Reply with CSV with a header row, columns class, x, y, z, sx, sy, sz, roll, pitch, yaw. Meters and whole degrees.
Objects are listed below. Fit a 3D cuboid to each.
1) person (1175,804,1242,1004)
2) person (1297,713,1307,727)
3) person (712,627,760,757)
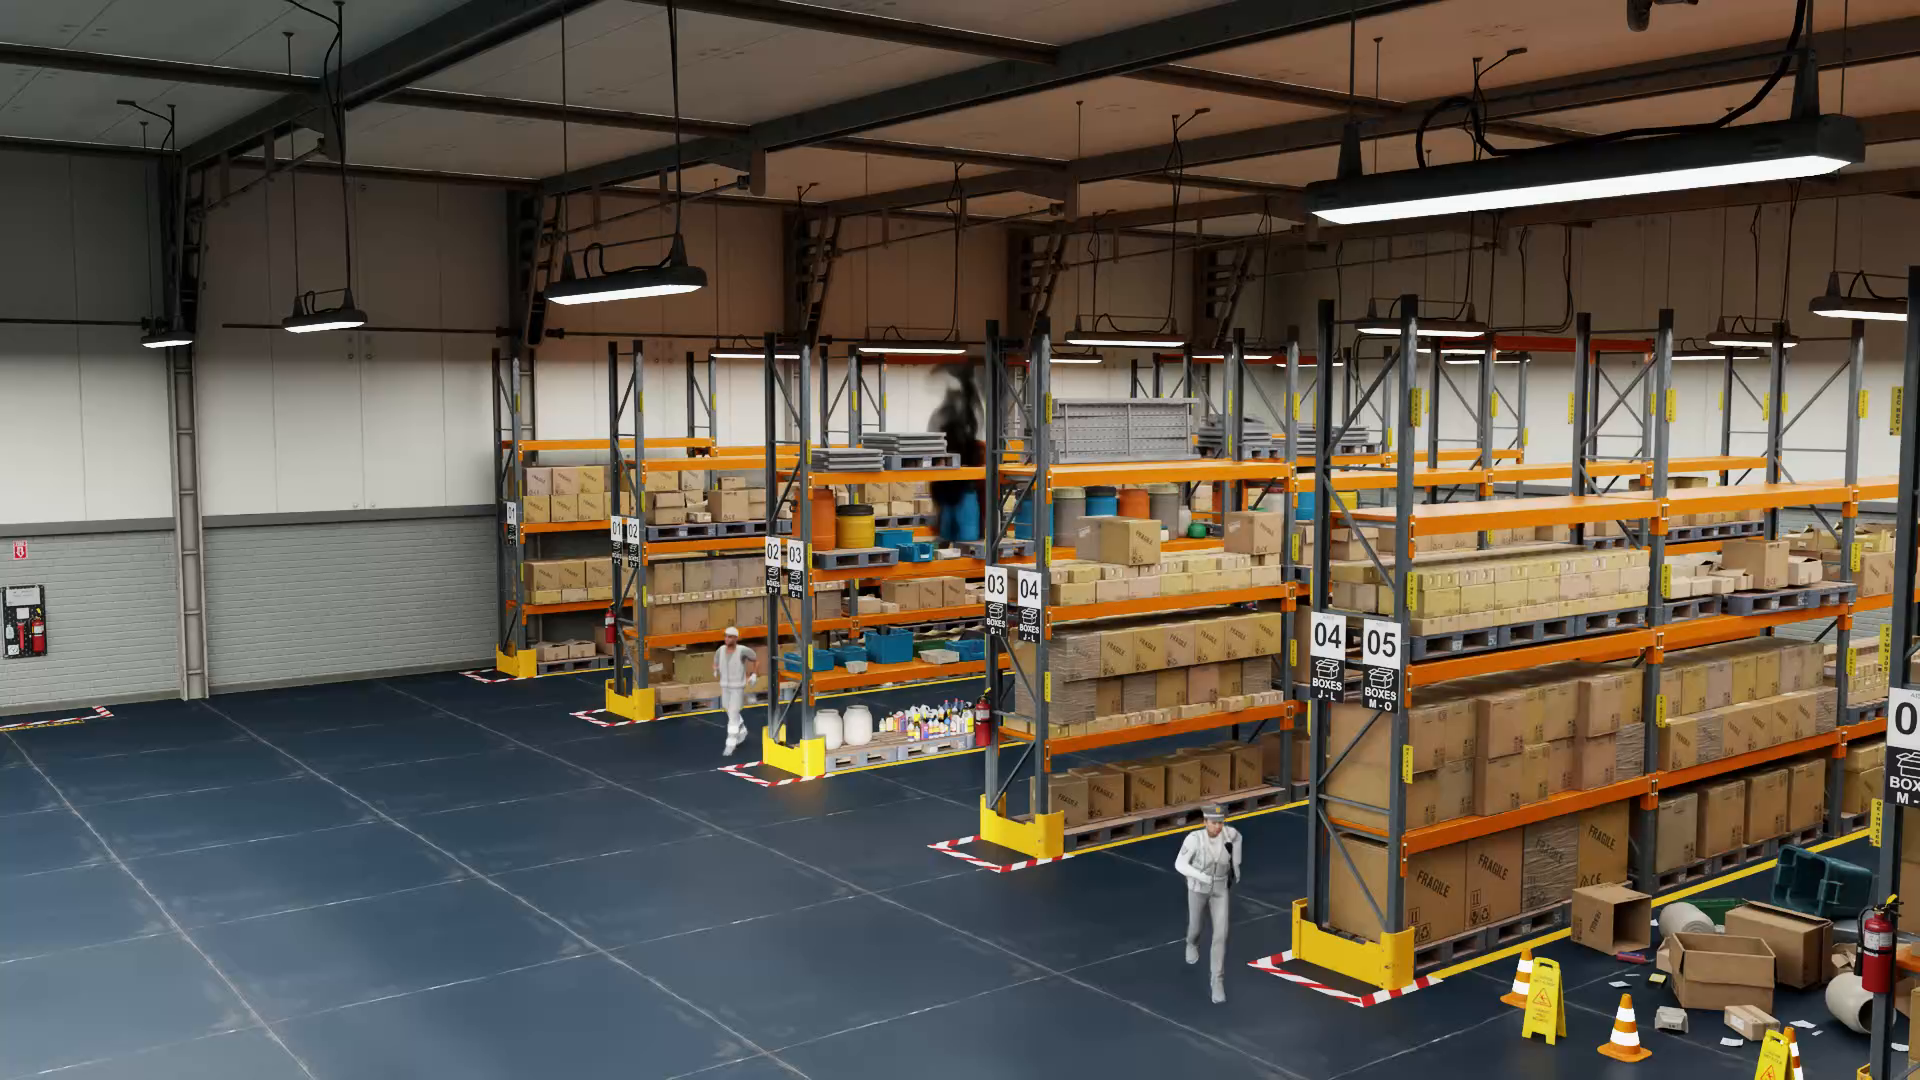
class,x,y,z,sx,sy,sz,roll,pitch,yaw
person,2.167,3.078,14.537,0.651,1.685,0.977,-1,5,-7
person,4.981,2.198,24.888,0.697,1.635,0.506,-4,7,-40
person,-3.261,2.162,24.078,0.682,1.841,0.841,2,5,23
